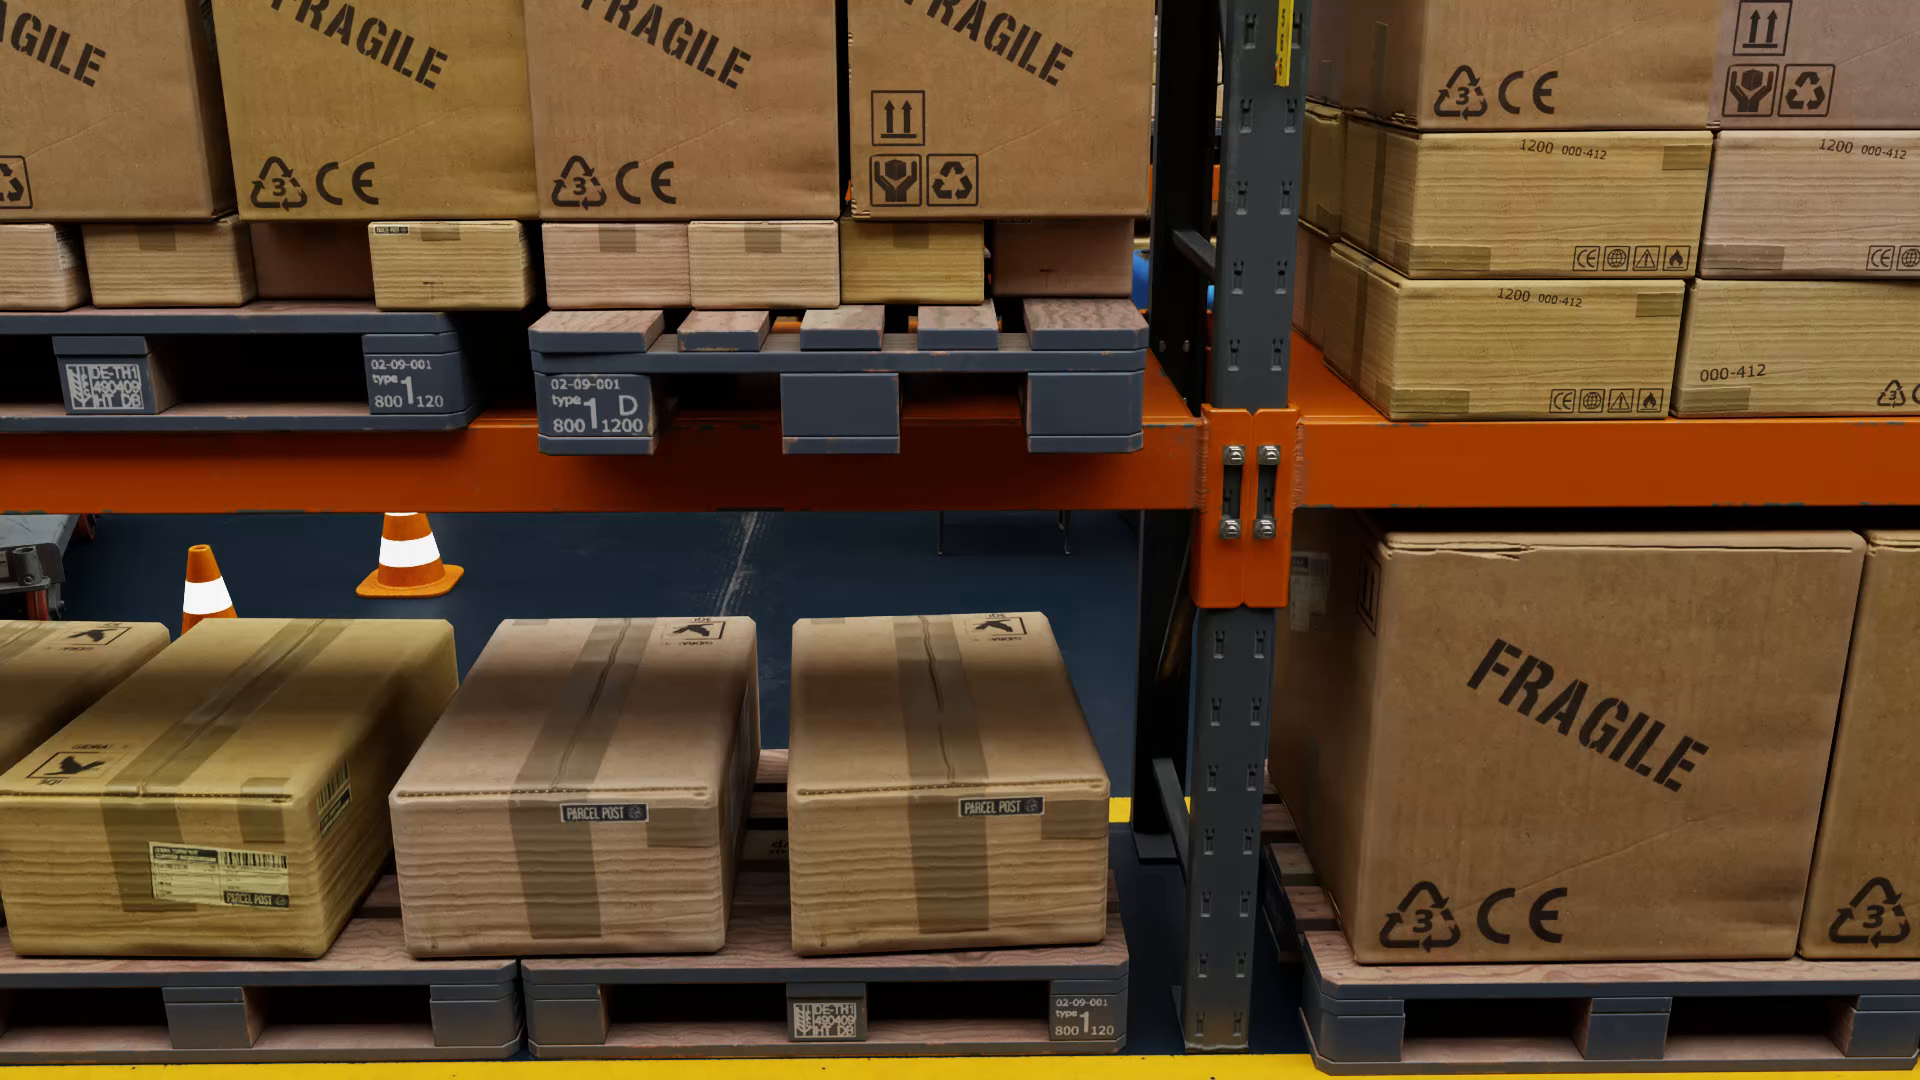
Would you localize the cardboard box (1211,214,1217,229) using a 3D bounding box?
[{"bbox_3d":[1.513,-1.518,8.545,0.500,0.250,0.500,0,18,0],"label":"cardboard box"}]

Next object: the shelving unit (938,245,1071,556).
[{"bbox_3d":[0.166,-1.001,6.229,0.503,2.100,0.431,0,18,-1],"label":"shelving unit"}]

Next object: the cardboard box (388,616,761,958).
[{"bbox_3d":[-0.795,0.507,3.672,0.625,0.372,0.950,-1,18,-2],"label":"cardboard box"}]

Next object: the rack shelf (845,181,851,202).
[{"bbox_3d":[-1.672,-1.710,8.144,4.000,0.370,1.077,0,18,-1],"label":"rack shelf"}]

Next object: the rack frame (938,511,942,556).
[{"bbox_3d":[-0.078,-0.999,6.226,0.015,2.100,0.400,0,18,-1],"label":"rack frame"}]

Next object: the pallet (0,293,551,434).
[{"bbox_3d":[-1.471,-0.437,3.313,1.213,0.211,1.003,0,18,-1],"label":"pallet"}]

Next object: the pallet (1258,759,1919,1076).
[{"bbox_3d":[1.297,0.797,3.719,1.213,0.211,1.003,0,18,-1],"label":"pallet"}]

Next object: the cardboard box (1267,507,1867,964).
[{"bbox_3d":[1.199,0.283,3.545,0.875,0.875,0.875,0,18,-1],"label":"cardboard box"}]

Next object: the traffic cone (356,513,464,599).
[{"bbox_3d":[-2.000,-0.064,5.988,0.334,0.463,0.336,0,18,-1],"label":"traffic cone"}]

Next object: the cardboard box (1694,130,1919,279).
[{"bbox_3d":[1.535,-0.646,3.079,0.500,0.250,0.500,0,18,0],"label":"cardboard box"}]

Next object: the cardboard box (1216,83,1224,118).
[{"bbox_3d":[1.317,-2.085,7.861,0.250,0.149,0.380,1,18,2],"label":"cardboard box"}]

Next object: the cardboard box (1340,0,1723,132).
[{"bbox_3d":[1.004,-1.002,2.959,0.500,0.500,0.500,-1,18,-3],"label":"cardboard box"}]

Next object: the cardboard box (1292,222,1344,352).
[{"bbox_3d":[1.009,-0.561,3.631,0.500,0.250,0.500,-1,18,-3],"label":"cardboard box"}]

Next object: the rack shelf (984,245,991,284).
[{"bbox_3d":[0.166,-0.988,6.233,0.480,0.518,0.431,0,18,-1],"label":"rack shelf"}]

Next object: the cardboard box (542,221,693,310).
[{"bbox_3d":[-0.587,-0.520,2.983,0.250,0.149,0.380,-1,18,-3],"label":"cardboard box"}]

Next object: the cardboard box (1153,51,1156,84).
[{"bbox_3d":[0.814,-2.225,7.809,0.250,0.149,0.380,1,18,2],"label":"cardboard box"}]

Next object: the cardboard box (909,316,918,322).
[{"bbox_3d":[-0.282,-1.215,8.420,0.750,0.750,1.050,-1,18,-2],"label":"cardboard box"}]

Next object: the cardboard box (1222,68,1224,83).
[{"bbox_3d":[1.353,-2.229,7.822,0.250,0.149,0.380,-1,18,-3],"label":"cardboard box"}]

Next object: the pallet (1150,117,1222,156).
[{"bbox_3d":[1.039,-2.006,8.206,1.003,0.211,1.213,0,18,-1],"label":"pallet"}]

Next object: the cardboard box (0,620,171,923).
[{"bbox_3d":[-2.249,0.512,3.654,0.625,0.372,0.950,1,18,3],"label":"cardboard box"}]

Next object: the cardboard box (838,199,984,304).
[{"bbox_3d":[-0.084,-0.534,3.025,0.250,0.149,0.380,0,18,0],"label":"cardboard box"}]

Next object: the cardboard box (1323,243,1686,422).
[{"bbox_3d":[1.001,-0.405,3.144,0.500,0.250,0.500,-1,18,-2],"label":"cardboard box"}]

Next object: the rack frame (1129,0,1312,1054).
[{"bbox_3d":[0.507,-0.550,3.353,0.127,3.000,1.000,0,18,-1],"label":"rack frame"}]

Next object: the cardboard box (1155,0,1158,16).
[{"bbox_3d":[1.734,-4.103,12.622,0.637,0.503,0.797,0,18,0],"label":"cardboard box"}]

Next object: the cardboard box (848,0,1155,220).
[{"bbox_3d":[0.057,-0.853,2.957,0.500,0.500,0.500,-1,18,-2],"label":"cardboard box"}]

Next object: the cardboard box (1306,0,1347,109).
[{"bbox_3d":[1.020,-1.157,3.442,0.500,0.500,0.500,-1,18,-2],"label":"cardboard box"}]

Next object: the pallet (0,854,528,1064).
[{"bbox_3d":[-1.491,0.786,3.753,1.213,0.211,1.003,0,18,-1],"label":"pallet"}]

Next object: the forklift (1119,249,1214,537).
[{"bbox_3d":[2.166,-1.448,6.264,3.031,2.935,1.130,-2,18,-7],"label":"forklift"}]

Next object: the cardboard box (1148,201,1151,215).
[{"bbox_3d":[1.041,-2.762,13.039,0.875,0.875,1.225,-1,18,-3],"label":"cardboard box"}]

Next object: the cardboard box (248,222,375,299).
[{"bbox_3d":[-1.115,-0.552,3.081,0.250,0.149,0.380,0,18,0],"label":"cardboard box"}]

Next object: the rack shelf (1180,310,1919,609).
[{"bbox_3d":[2.507,-0.218,3.493,4.000,0.370,1.077,0,18,-1],"label":"rack shelf"}]

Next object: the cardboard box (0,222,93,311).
[{"bbox_3d":[-1.631,-0.515,2.968,0.250,0.149,0.380,0,18,1],"label":"cardboard box"}]

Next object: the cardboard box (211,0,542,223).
[{"bbox_3d":[-0.964,-0.844,2.930,0.500,0.500,0.500,-1,18,-5],"label":"cardboard box"}]
